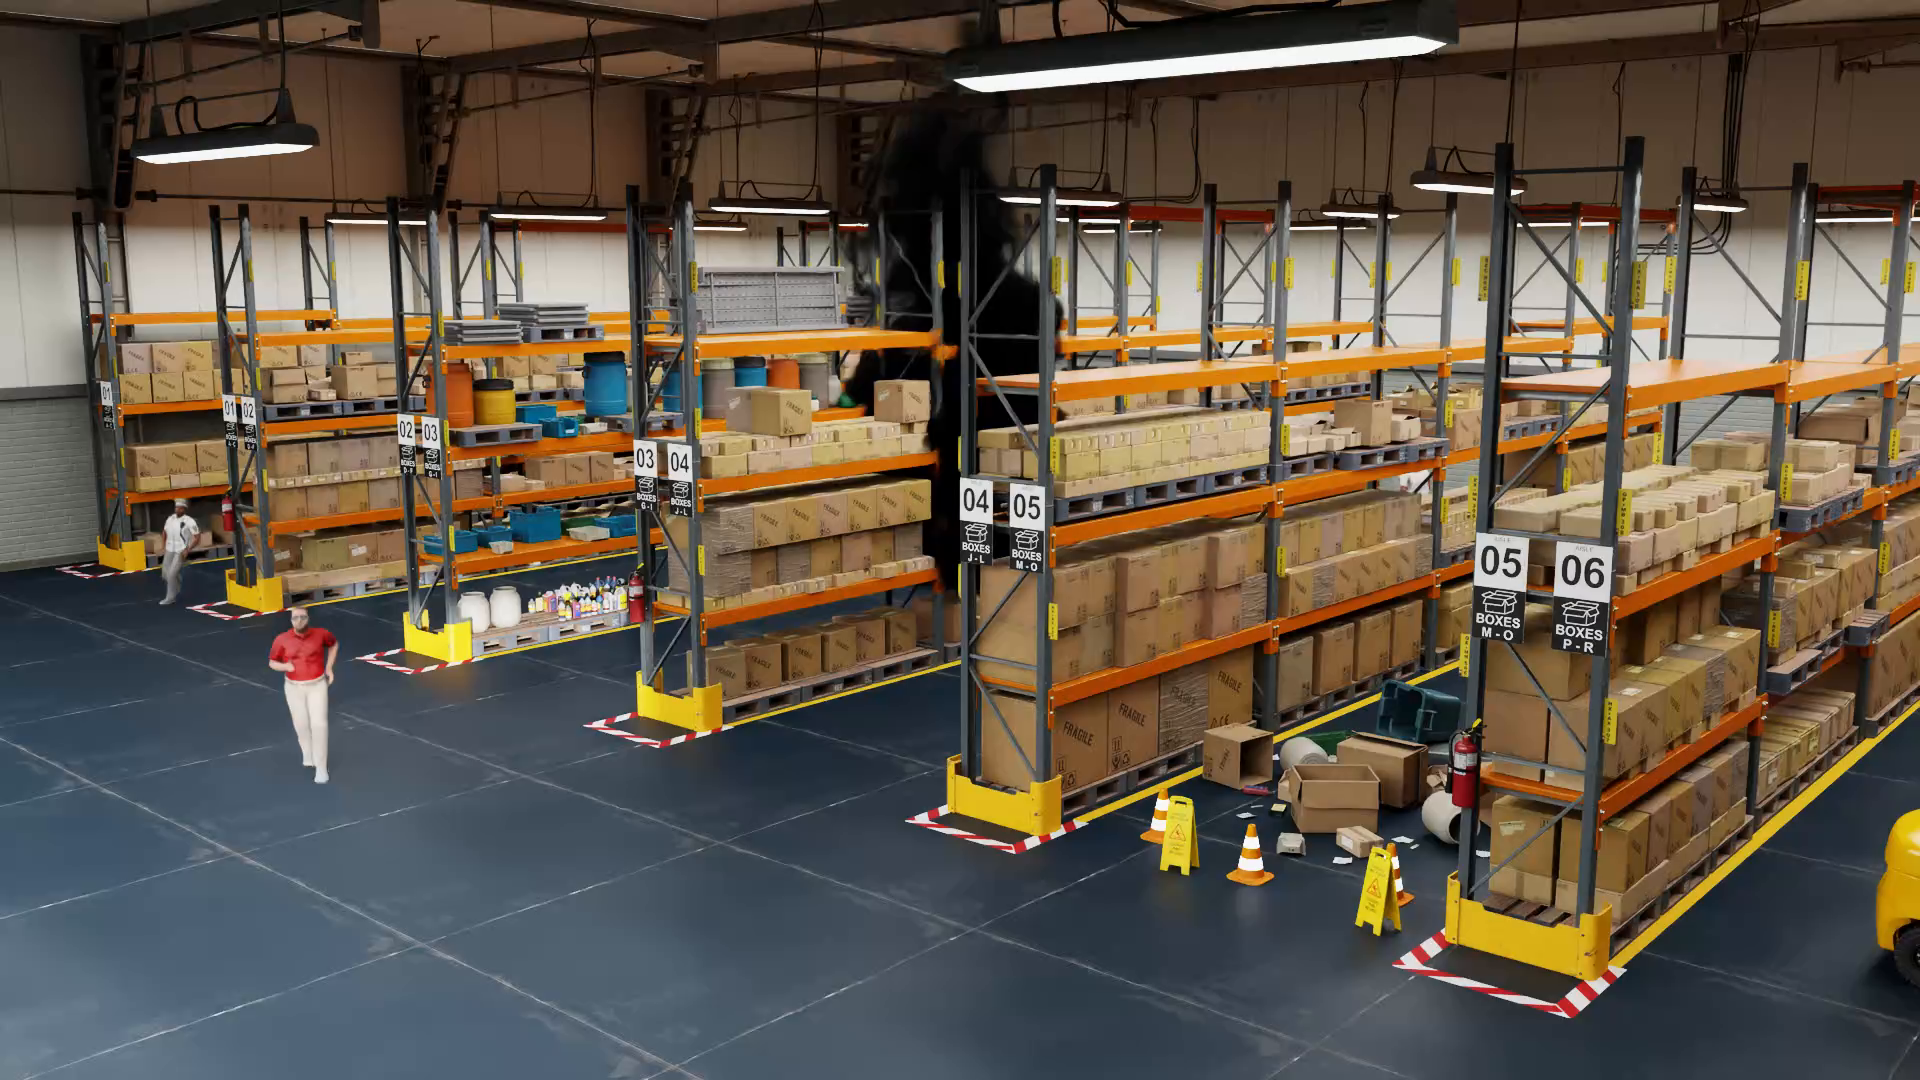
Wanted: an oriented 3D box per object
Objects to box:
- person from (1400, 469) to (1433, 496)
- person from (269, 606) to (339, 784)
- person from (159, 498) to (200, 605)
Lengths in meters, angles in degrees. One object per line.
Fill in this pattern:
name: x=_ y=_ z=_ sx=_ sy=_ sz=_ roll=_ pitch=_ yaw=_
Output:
person: x=8.407 y=-0.744 z=30.482 sx=0.679 sy=1.696 sz=0.603 roll=-1 pitch=10 yaw=-5
person: x=-6.630 y=1.549 z=16.853 sx=0.643 sy=1.801 sz=0.819 roll=-3 pitch=10 yaw=-16
person: x=-11.917 y=0.158 z=25.415 sx=0.615 sy=1.624 sz=0.527 roll=1 pitch=10 yaw=4
